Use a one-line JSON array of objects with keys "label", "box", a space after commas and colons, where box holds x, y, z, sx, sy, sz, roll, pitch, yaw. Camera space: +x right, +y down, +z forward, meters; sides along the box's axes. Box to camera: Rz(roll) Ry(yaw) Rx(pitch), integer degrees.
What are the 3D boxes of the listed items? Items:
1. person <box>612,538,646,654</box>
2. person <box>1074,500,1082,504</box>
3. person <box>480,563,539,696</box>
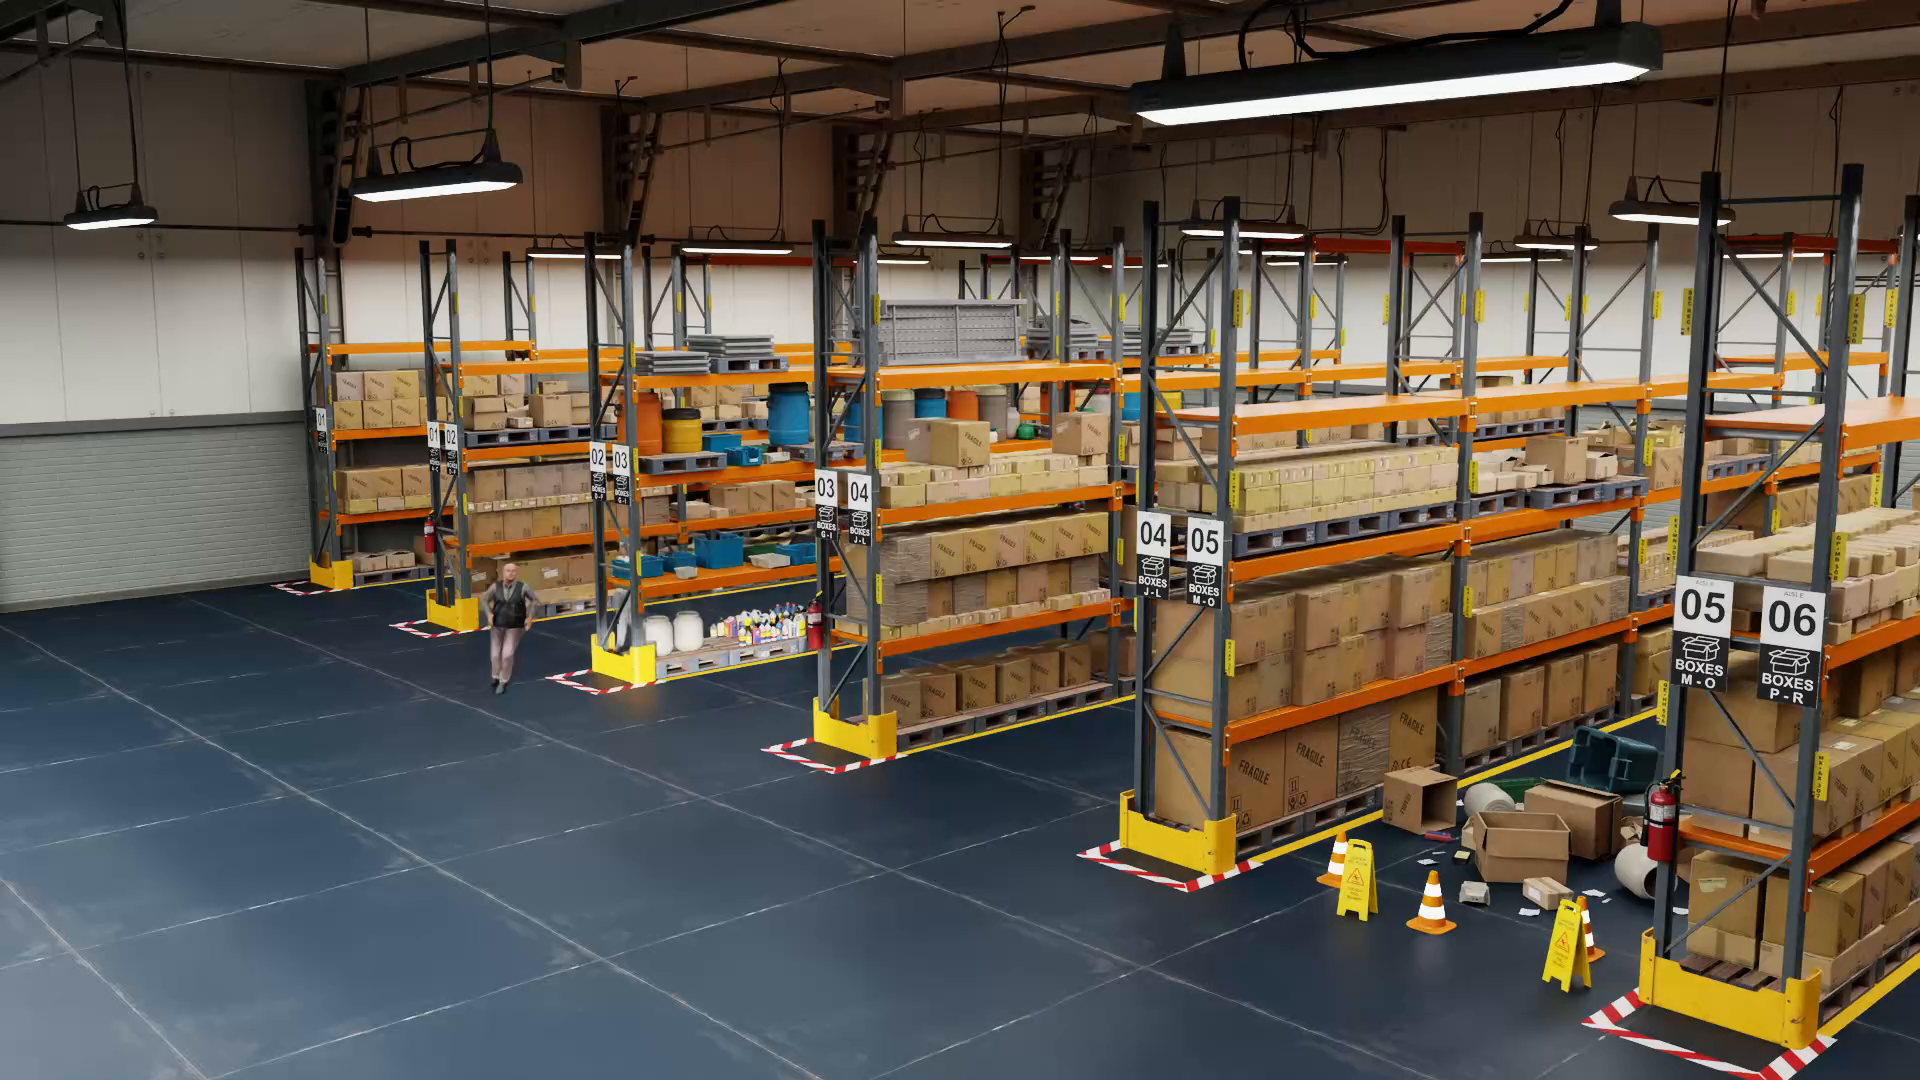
[{"label": "person", "box": [-4.858, 0.784, 24.332, 0.616, 1.676, 0.806, 5, 10, 33]}, {"label": "person", "box": [2.449, -0.447, 32.880, 0.510, 1.645, 0.733, 6, 10, 34]}, {"label": "person", "box": [-5.904, 1.158, 21.762, 0.712, 1.721, 0.674, 0, 8, -1]}]
